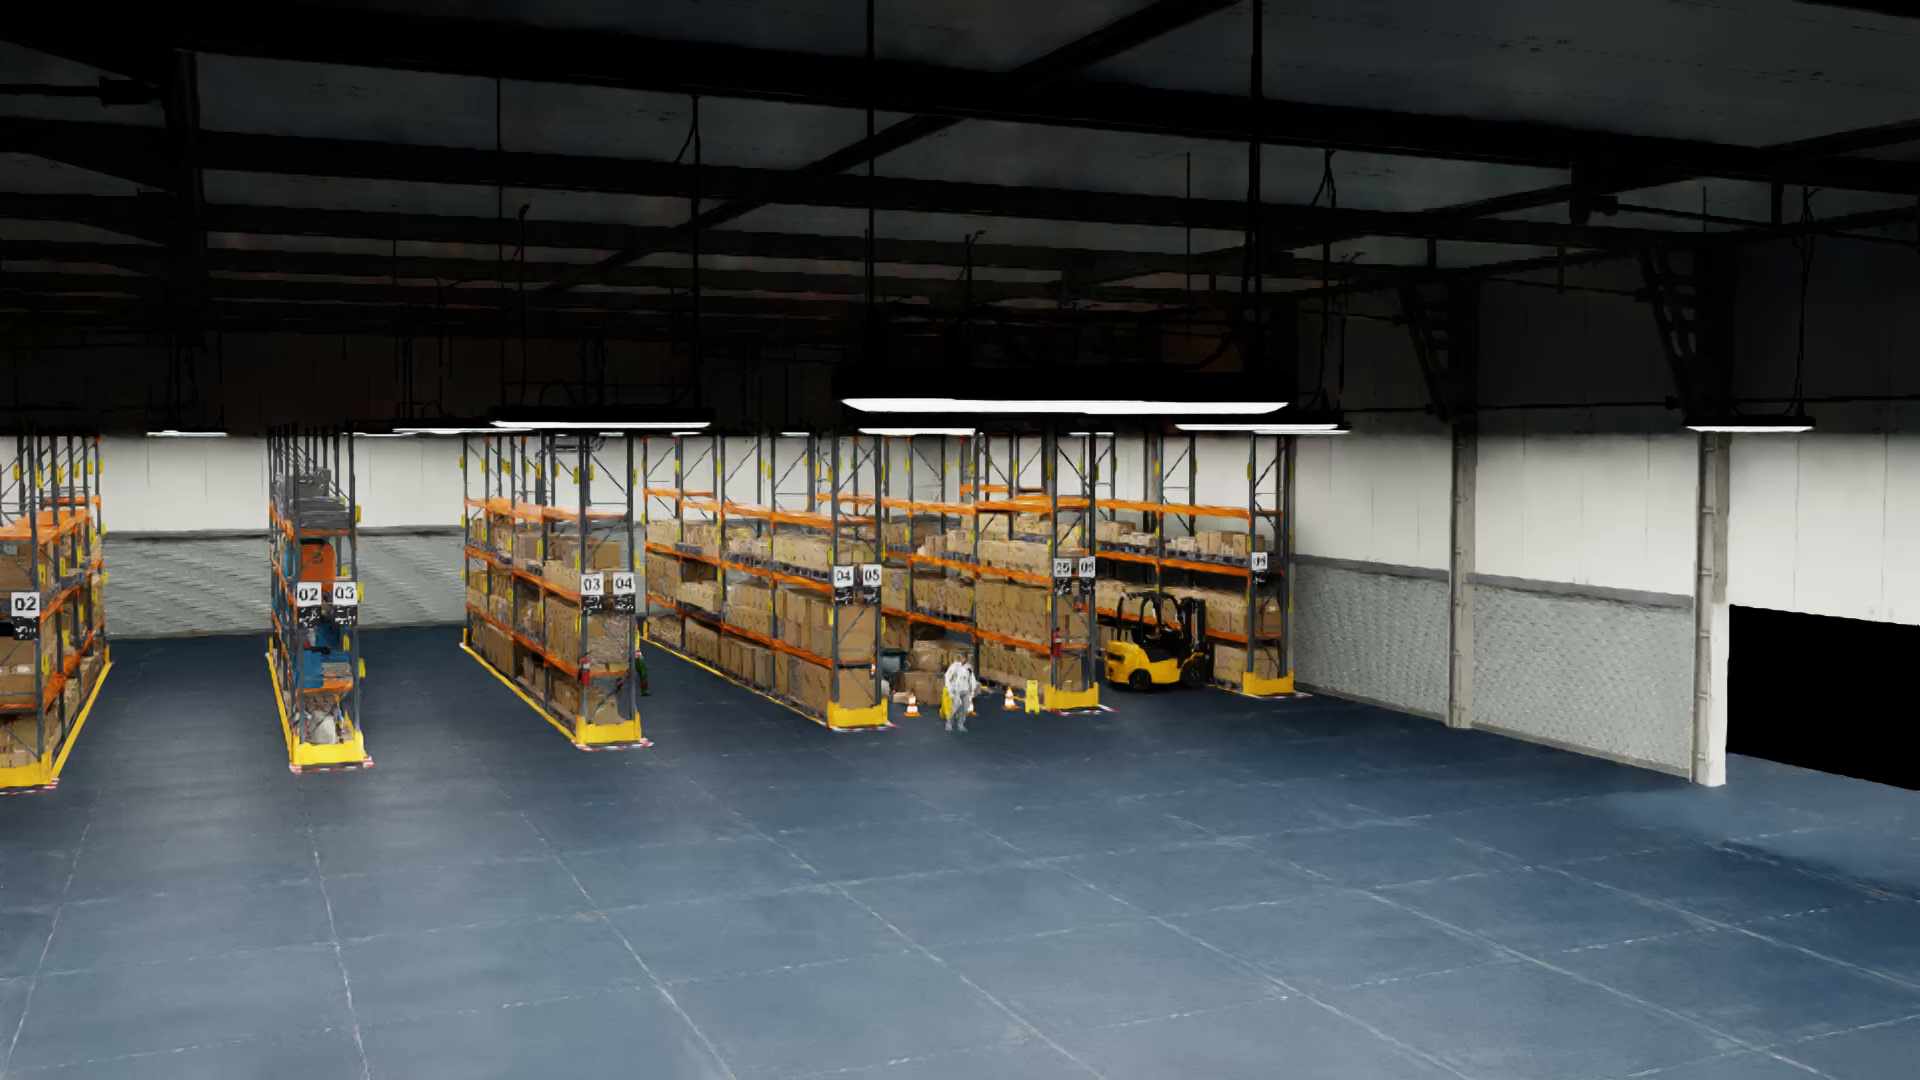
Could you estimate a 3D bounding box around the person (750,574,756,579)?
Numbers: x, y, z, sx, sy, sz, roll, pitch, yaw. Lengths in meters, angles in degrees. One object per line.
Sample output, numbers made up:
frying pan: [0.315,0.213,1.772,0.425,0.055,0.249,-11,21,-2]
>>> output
person: [-6.002,1.866,48.423,0.527,1.777,0.640,-1,4,-20]

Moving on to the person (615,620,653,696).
person: [-7.284,2.602,36.850,0.676,1.719,0.842,-3,5,-40]

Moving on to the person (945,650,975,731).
person: [-0.003,2.935,32.427,0.639,1.628,0.512,-2,4,-26]
